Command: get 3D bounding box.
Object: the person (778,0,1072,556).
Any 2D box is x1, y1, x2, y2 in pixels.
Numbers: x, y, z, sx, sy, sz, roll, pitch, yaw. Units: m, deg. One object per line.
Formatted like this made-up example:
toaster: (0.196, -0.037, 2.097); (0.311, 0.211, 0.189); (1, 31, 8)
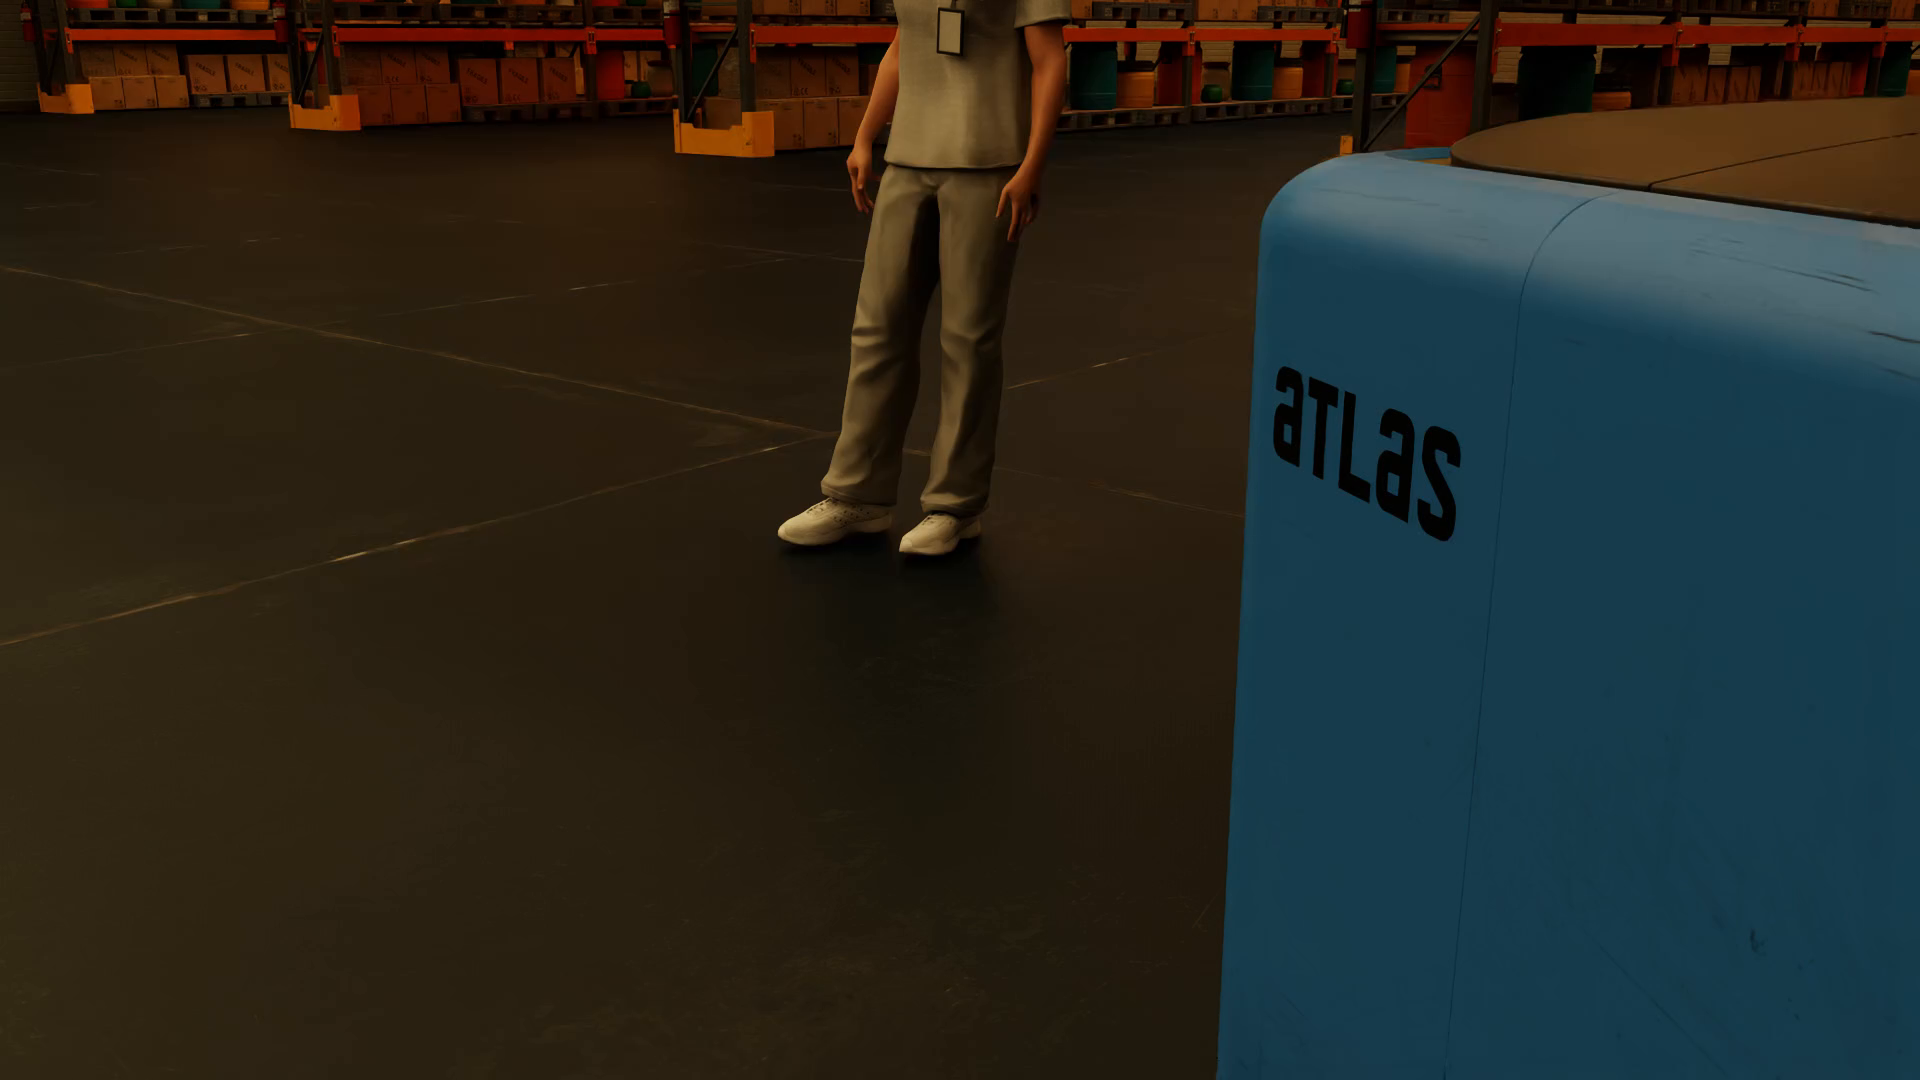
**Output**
person: (-0.057, -0.795, 3.650); (0.549, 1.675, 0.549); (13, 21, 37)
